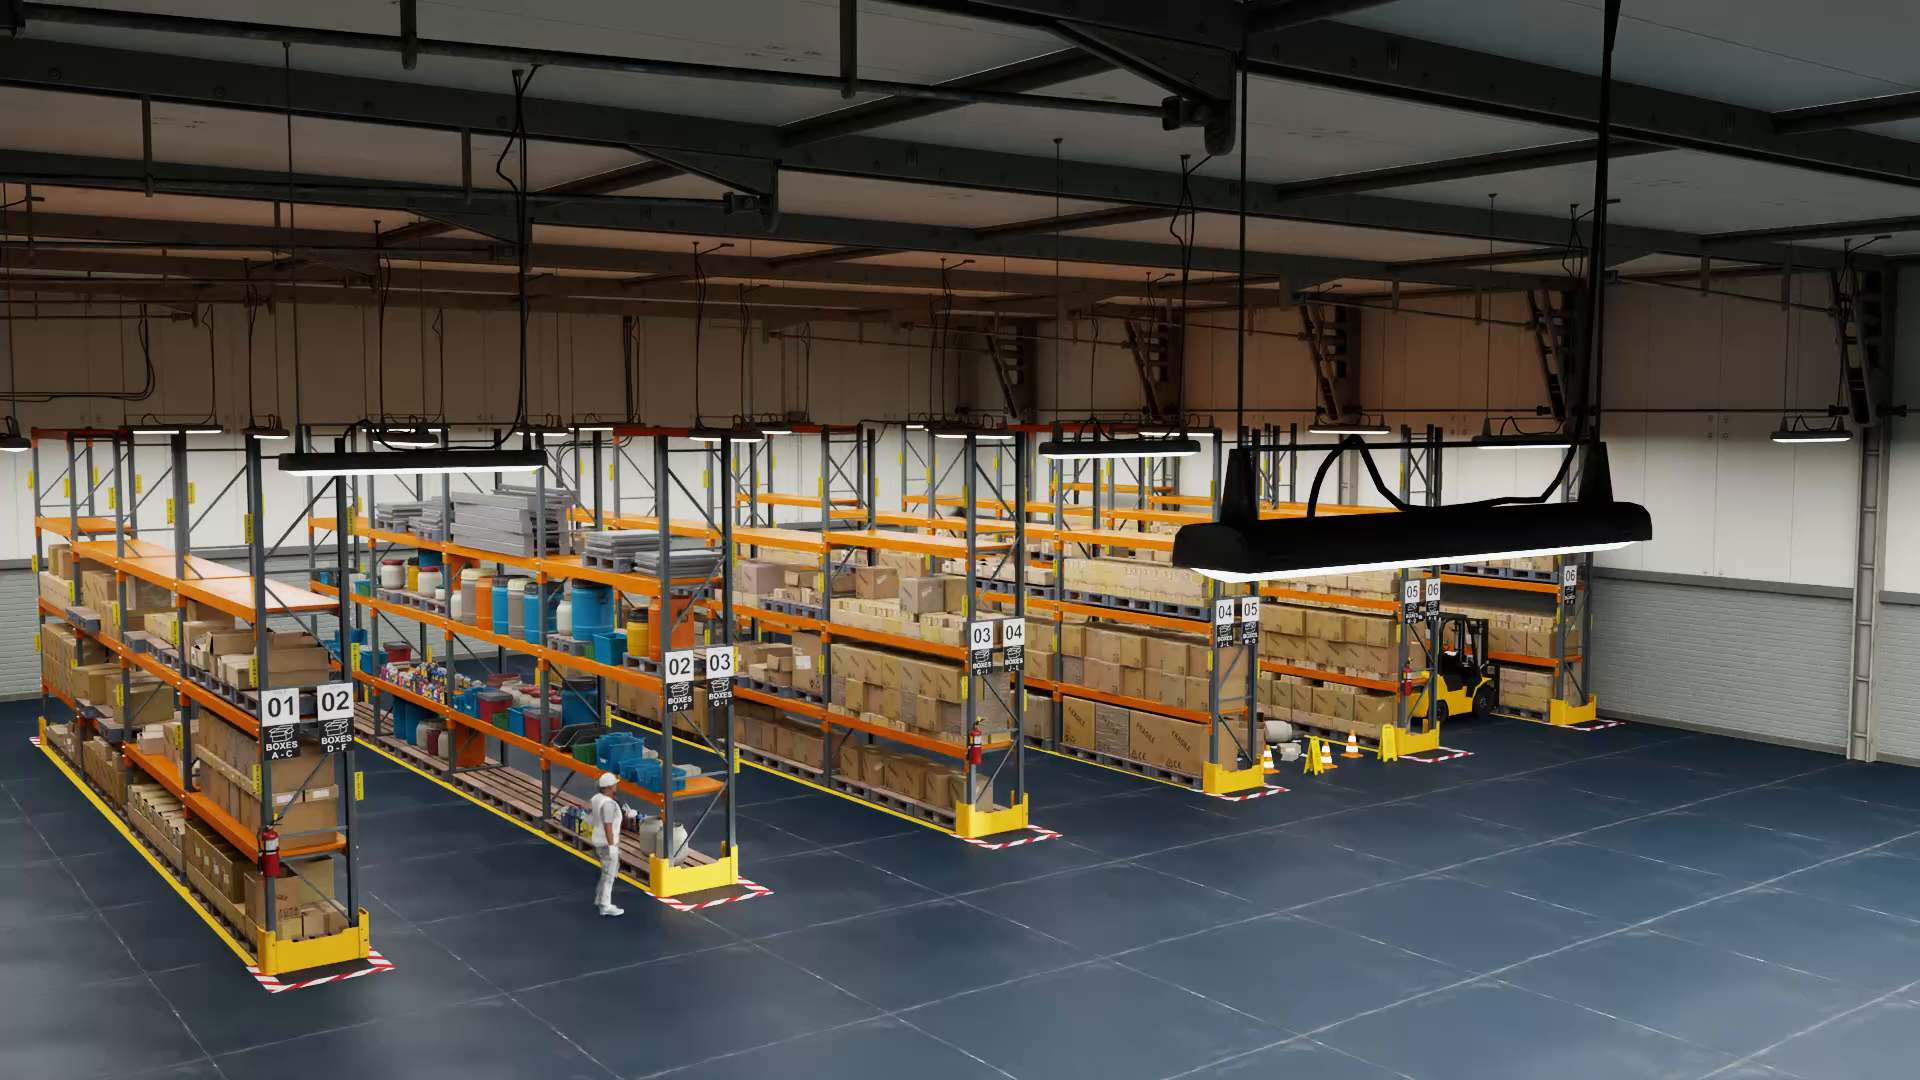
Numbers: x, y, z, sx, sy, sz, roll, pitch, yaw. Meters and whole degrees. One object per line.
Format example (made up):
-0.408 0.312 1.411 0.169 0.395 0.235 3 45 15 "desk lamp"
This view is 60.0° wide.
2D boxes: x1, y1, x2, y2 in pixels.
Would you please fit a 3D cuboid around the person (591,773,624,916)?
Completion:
-4.432 3.821 20.872 0.368 1.811 0.648 -2 5 -20 "person"
